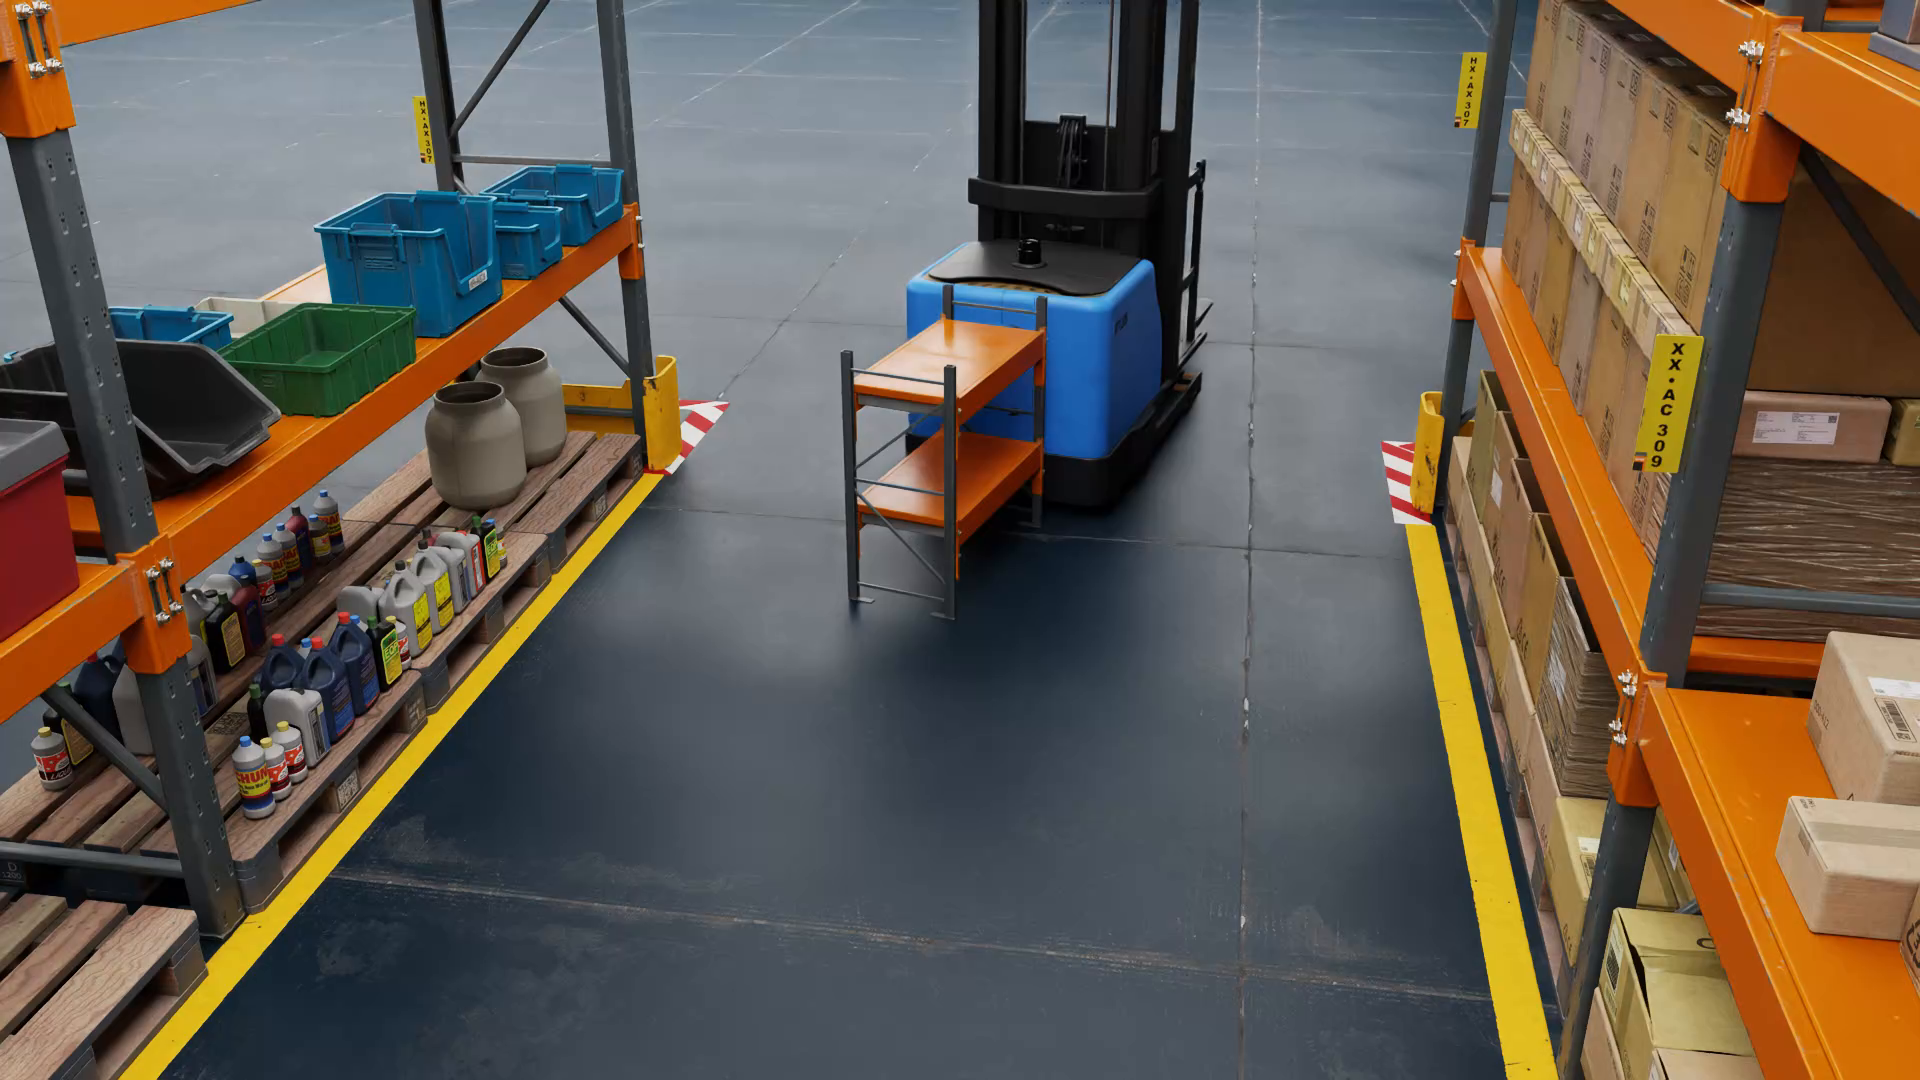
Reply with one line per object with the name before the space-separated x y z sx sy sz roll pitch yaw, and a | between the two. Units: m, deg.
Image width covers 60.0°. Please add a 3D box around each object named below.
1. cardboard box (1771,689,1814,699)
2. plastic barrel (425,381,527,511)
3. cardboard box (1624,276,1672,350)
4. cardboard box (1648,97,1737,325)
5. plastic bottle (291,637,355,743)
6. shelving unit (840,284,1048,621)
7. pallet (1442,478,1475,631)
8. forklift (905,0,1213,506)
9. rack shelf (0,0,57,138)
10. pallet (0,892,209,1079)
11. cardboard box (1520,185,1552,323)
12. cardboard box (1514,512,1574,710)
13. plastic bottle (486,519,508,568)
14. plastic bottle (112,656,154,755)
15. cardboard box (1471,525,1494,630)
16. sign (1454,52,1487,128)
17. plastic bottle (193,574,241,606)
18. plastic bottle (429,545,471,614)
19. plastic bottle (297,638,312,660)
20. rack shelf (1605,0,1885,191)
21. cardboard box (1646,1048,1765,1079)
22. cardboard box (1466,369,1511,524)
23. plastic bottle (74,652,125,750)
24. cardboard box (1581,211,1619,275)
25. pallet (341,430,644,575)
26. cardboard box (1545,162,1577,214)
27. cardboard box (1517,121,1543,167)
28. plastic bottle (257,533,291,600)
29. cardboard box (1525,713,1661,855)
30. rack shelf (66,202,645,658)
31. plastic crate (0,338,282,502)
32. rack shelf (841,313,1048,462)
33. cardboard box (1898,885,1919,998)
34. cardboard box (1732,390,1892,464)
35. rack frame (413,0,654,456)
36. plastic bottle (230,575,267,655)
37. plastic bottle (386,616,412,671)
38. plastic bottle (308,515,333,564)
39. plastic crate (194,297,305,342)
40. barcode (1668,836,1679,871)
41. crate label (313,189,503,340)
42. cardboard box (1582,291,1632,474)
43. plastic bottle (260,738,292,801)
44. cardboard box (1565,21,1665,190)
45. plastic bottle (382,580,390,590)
cardboard box | 2.527 0.704 4.571 0.500 0.500 0.500 4 25 9
plastic barrel | -2.204 -0.430 7.570 0.421 0.512 0.421 0 25 0
cardboard box | 2.100 -0.630 4.674 0.380 0.149 0.250 4 25 8
cardboard box | 2.290 -0.870 4.421 0.700 0.500 0.500 4 25 8
plastic bottle | -2.203 0.508 5.733 0.144 0.351 0.185 5 25 10
shelving unit | -0.047 -0.414 7.308 0.538 1.125 1.048 10 27 21
pallet | 2.712 0.073 7.344 1.003 0.211 1.213 4 25 9
forklift | 0.731 -2.087 8.752 1.130 2.935 3.031 9 27 19
rack shelf | -3.071 -0.380 2.334 1.077 0.370 4.000 4 25 9
pallet | -2.834 1.410 4.488 1.003 0.211 1.213 4 25 9
cardboard box | 2.626 -1.143 6.536 0.700 0.500 0.500 5 25 10
cardboard box | 2.174 0.250 5.542 0.500 0.500 0.500 4 25 9
plastic bottle | -1.958 0.010 6.973 0.097 0.201 0.097 0 25 0
plastic bottle | -2.781 0.537 5.670 0.144 0.351 0.185 4 25 9
cardboard box | 2.329 0.170 6.596 0.500 0.250 0.500 4 25 9
sign | 2.249 -1.981 7.329 0.100 0.325 0.005 4 25 9
plastic bottle | -2.808 0.278 6.312 0.152 0.276 0.135 4 25 9
plastic bottle | -2.049 0.137 6.612 0.152 0.276 0.135 3 25 7
plastic bottle | -2.298 0.475 5.897 0.097 0.271 0.097 0 25 0
rack shelf | 2.469 -1.708 5.172 1.077 0.370 4.000 4 25 9
cardboard box | 1.742 1.327 3.464 0.500 0.311 0.500 4 25 8
cardboard box | 2.409 -0.379 6.884 0.500 0.500 0.500 4 25 9
plastic bottle | -2.923 0.527 5.691 0.144 0.351 0.185 3 25 7
cardboard box | 2.225 -0.949 5.356 0.380 0.149 0.250 5 26 10
pallet | -2.194 -0.220 7.970 1.003 0.211 1.213 4 25 9
cardboard box | 2.352 -1.270 6.042 0.380 0.149 0.250 3 25 7
cardboard box | 2.479 -1.591 6.729 0.380 0.149 0.250 3 25 7
plastic bottle | -2.766 0.101 6.694 0.097 0.271 0.097 0 25 0
cardboard box | 2.094 0.798 5.254 0.500 0.250 0.500 4 25 9
rack shelf | -2.417 -0.695 6.544 1.077 0.370 4.000 4 25 9
plastic crate | -2.533 -0.366 5.067 0.767 0.338 0.504 4 25 9
rack shelf | -0.047 -0.679 7.184 0.538 0.278 1.000 10 27 21
cardboard box | 1.914 0.656 2.693 0.500 0.500 0.500 6 26 12
cardboard box | 1.975 -0.307 3.984 0.380 0.149 0.250 4 25 8
rack frame | -2.090 -1.857 8.179 1.000 3.000 0.127 4 25 9
plastic bottle | -2.703 0.282 6.295 0.061 0.283 0.133 4 25 9
plastic bottle | -2.102 0.380 6.183 0.097 0.201 0.097 0 25 0
plastic bottle | -2.711 -0.009 7.012 0.097 0.201 0.097 0 25 0
plastic crate | -2.729 -0.761 6.149 0.530 0.136 0.437 4 25 9
barcode | 1.690 0.737 3.935 0.001 0.075 0.075 4 25 9
crate label | -2.124 -1.084 6.487 0.502 0.435 0.616 4 25 9
cardboard box | 2.374 -0.501 5.164 0.700 0.500 0.500 4 25 9
plastic bottle | -2.243 0.739 5.415 0.097 0.201 0.097 0 25 0
cardboard box | 2.536 -1.497 5.762 0.700 0.500 0.500 4 25 9
plastic bottle | -2.198 0.251 6.458 0.097 0.201 0.097 0 25 0
